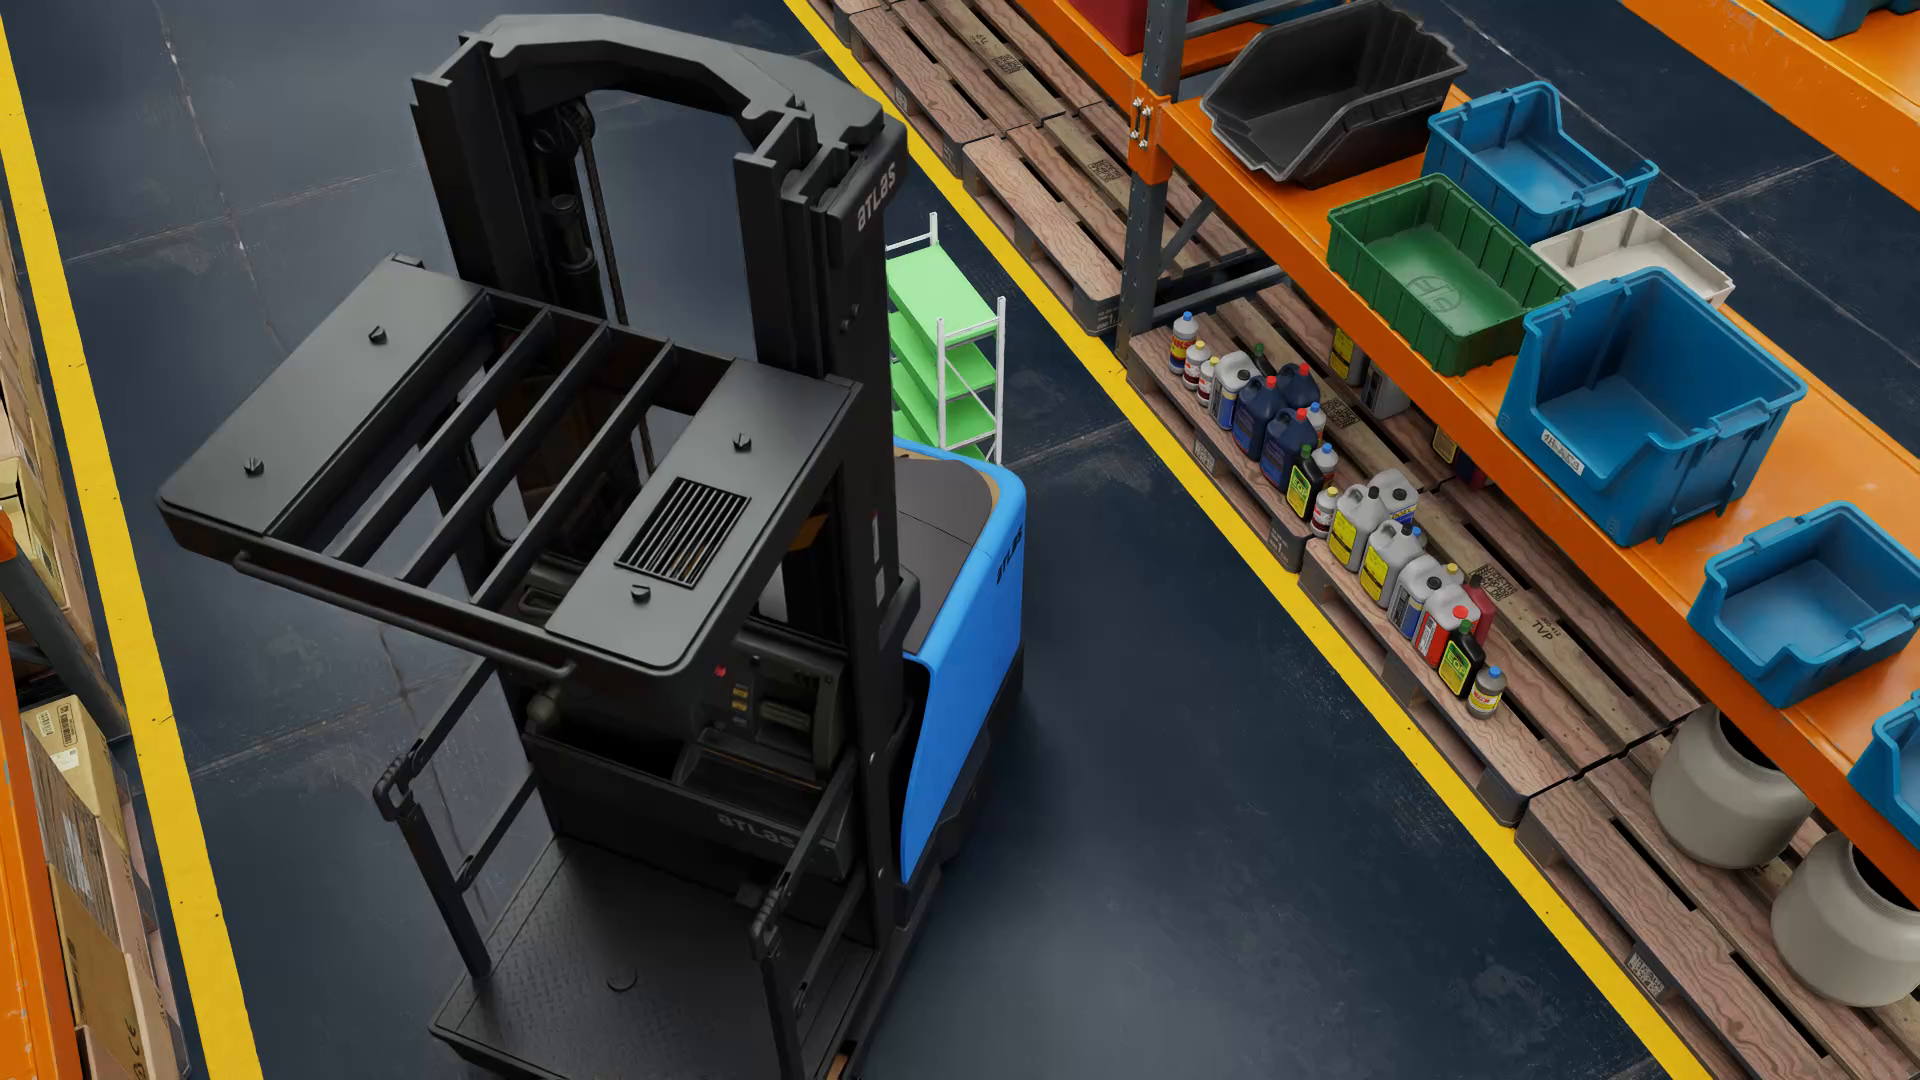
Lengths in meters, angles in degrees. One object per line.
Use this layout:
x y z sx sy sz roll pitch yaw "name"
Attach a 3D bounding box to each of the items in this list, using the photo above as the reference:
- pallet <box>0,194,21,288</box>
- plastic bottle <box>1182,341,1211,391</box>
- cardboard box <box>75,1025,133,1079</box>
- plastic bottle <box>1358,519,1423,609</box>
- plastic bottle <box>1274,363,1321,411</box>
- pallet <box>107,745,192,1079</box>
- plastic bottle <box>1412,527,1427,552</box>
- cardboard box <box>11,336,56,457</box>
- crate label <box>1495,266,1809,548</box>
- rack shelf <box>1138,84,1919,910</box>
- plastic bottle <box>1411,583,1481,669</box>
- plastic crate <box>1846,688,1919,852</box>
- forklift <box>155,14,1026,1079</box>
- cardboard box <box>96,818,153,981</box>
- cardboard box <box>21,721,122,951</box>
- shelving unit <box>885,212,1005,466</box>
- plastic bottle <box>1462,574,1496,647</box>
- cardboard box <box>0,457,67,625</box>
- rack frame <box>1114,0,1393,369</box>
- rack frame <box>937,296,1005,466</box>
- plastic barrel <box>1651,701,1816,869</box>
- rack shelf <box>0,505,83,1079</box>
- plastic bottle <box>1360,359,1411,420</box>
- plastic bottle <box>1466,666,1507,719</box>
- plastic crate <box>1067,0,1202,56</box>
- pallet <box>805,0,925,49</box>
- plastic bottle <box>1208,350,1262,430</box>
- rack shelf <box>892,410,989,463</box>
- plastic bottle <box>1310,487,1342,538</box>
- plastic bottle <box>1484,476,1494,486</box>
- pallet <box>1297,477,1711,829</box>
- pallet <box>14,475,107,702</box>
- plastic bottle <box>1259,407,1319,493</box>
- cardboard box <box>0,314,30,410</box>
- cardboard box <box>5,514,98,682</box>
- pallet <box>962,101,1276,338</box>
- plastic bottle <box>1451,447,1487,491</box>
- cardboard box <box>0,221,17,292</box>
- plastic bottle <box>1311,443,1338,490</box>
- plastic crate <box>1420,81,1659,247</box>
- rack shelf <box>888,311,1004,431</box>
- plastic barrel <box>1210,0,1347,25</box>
-4.780 -1.383 7.319 1.003 0.211 1.213 -21 52 -18 "pallet"
0.917 -0.683 6.421 0.097 0.201 0.097 0 49 0 "plastic bottle"
-2.193 1.569 3.935 0.500 0.500 0.500 -21 52 -18 "cardboard box"
1.480 0.054 5.678 0.144 0.351 0.185 -19 52 -16 "plastic bottle"
1.243 -0.531 6.189 0.144 0.351 0.185 -21 52 -18 "plastic bottle"
-2.965 1.277 4.993 1.003 0.211 1.213 -21 52 -18 "pallet"
1.568 0.032 5.796 0.097 0.201 0.097 0 49 0 "plastic bottle"
-3.728 -0.465 6.211 0.500 0.250 0.500 -23 53 -19 "cardboard box"
1.862 -0.365 4.553 0.502 0.435 0.616 -21 52 -18 "crate label"
2.029 -0.316 5.012 1.077 0.370 4.000 -21 52 -18 "rack shelf"
1.623 0.281 5.529 0.152 0.276 0.135 -21 52 -17 "plastic bottle"
2.449 0.602 3.829 0.499 0.251 0.616 -21 52 -18 "plastic crate"
-0.801 0.437 3.920 1.130 2.935 3.031 17 51 14 "forklift"
-2.665 1.152 4.797 0.500 0.250 0.500 -21 52 -18 "cardboard box"
-2.667 0.906 4.515 0.500 0.500 0.500 -21 52 -18 "cardboard box"
-0.076 -0.506 5.895 0.258 1.200 0.503 -21 52 -18 "shelving unit"
1.718 0.241 5.558 0.061 0.283 0.133 -21 52 -18 "plastic bottle"
-3.260 0.032 5.405 0.500 0.311 0.500 -21 52 -17 "cardboard box"
1.114 -1.892 5.912 1.000 3.000 0.127 -21 52 -18 "rack frame"
0.036 -0.342 5.752 0.240 1.200 0.015 -21 52 -18 "rack frame"
2.346 0.717 5.004 0.421 0.512 0.421 0 49 0 "plastic barrel"
-2.377 1.387 3.522 1.077 0.370 4.000 -21 52 -18 "rack shelf"
1.633 -0.612 6.310 0.152 0.276 0.135 -21 52 -18 "plastic bottle"
1.714 0.484 5.401 0.097 0.201 0.097 0 49 0 "plastic bottle"
0.620 -2.131 6.079 0.402 0.464 0.583 -21 52 -18 "plastic crate"
-0.396 -3.119 8.838 1.003 0.211 1.213 -21 52 -18 "pallet"
1.042 -0.569 6.272 0.152 0.276 0.135 -19 52 -16 "plastic bottle"
-0.076 -0.306 6.124 0.258 0.148 0.480 -21 52 -18 "rack shelf"
1.310 -0.108 5.919 0.097 0.201 0.097 0 49 0 "plastic bottle"
1.971 -0.353 6.084 0.152 0.276 0.135 -20 52 -17 "plastic bottle"
1.947 0.308 5.841 1.003 0.211 1.213 -21 52 -18 "pallet"
-3.664 0.250 5.891 1.003 0.211 1.213 -21 52 -18 "pallet"
1.201 -0.355 6.035 0.144 0.351 0.185 -23 53 -19 "plastic bottle"
-3.722 -0.651 6.002 0.500 0.311 0.500 -23 53 -19 "cardboard box"
-3.256 0.224 5.609 0.500 0.250 0.500 -22 52 -18 "cardboard box"
0.720 -1.486 7.409 1.003 0.211 1.213 -21 52 -18 "pallet"
1.877 -0.319 6.048 0.061 0.283 0.133 -21 52 -18 "plastic bottle"
-4.198 -1.149 6.810 0.500 0.250 0.500 -20 52 -17 "cardboard box"
1.301 -0.243 5.990 0.097 0.271 0.097 0 49 0 "plastic bottle"
1.862 -1.196 5.402 0.499 0.251 0.616 -21 52 -18 "plastic crate"
-0.076 -0.622 5.763 0.258 0.148 0.480 -21 52 -18 "rack shelf"
1.207 -2.420 6.040 0.600 0.901 0.708 -21 52 -18 "plastic barrel"
